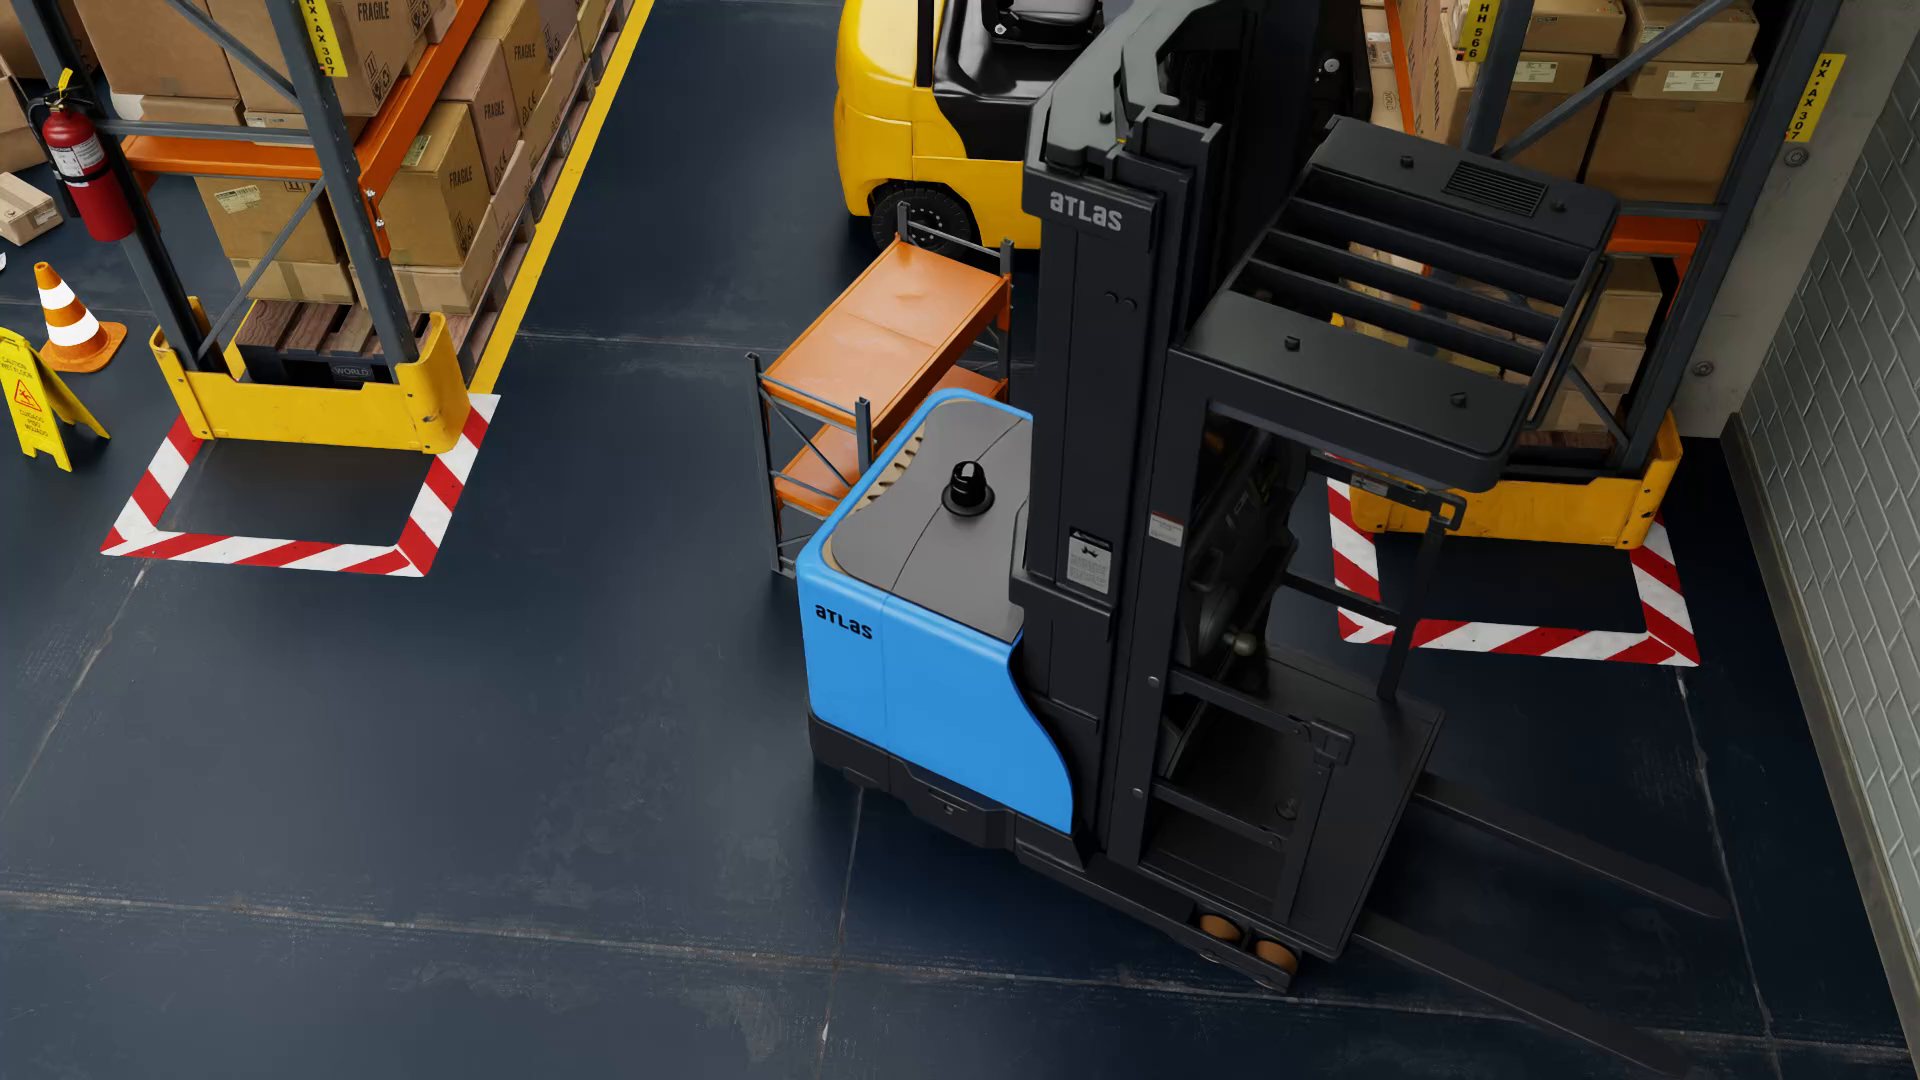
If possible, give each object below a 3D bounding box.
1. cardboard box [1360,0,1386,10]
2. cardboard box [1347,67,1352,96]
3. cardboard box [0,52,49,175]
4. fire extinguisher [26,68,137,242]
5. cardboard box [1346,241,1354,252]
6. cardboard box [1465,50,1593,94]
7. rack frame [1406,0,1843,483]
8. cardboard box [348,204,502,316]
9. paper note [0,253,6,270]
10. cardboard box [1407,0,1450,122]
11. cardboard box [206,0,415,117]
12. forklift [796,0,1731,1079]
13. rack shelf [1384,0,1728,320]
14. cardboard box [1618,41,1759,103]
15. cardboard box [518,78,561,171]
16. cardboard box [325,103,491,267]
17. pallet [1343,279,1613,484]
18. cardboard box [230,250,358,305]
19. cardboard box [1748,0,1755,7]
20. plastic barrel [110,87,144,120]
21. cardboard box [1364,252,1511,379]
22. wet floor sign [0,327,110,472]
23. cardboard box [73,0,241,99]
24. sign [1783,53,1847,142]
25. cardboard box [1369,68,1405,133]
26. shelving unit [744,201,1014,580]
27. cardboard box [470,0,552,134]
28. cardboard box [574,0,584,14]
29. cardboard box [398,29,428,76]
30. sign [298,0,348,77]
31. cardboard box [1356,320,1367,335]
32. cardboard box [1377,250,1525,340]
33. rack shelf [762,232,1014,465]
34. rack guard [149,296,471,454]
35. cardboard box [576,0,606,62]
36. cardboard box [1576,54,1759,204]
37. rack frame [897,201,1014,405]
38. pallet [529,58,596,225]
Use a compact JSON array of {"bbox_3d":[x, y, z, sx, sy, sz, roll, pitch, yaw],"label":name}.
[{"bbox_3d":[2.123,-2.568,7.968,0.500,0.250,0.500,5,48,5],"label":"cardboard box"},{"bbox_3d":[2.070,-2.031,7.815,0.500,0.250,0.500,4,48,3],"label":"cardboard box"},{"bbox_3d":[-5.099,-2.103,8.333,0.797,0.503,0.637,-27,53,-23],"label":"cardboard box"},{"bbox_3d":[-3.207,-1.406,6.055,0.296,0.674,0.183,4,48,4],"label":"fire extinguisher"},{"bbox_3d":[2.043,-1.466,7.637,0.500,0.250,0.500,4,48,4],"label":"cardboard box"},{"bbox_3d":[1.958,-1.680,5.746,0.380,0.149,0.250,5,48,4],"label":"cardboard box"},{"bbox_3d":[2.205,-1.154,5.772,1.000,3.000,0.127,4,48,4],"label":"rack frame"},{"bbox_3d":[-2.389,-1.273,7.460,0.500,0.250,0.500,4,48,3],"label":"cardboard box"},{"bbox_3d":[-4.634,-1.311,7.929,0.148,0.019,0.142,-11,49,-10],"label":"paper note"},{"bbox_3d":[2.045,-1.947,6.431,0.500,0.500,0.500,5,48,5],"label":"cardboard box"},{"bbox_3d":[-2.419,-1.948,6.230,0.500,0.500,0.500,3,48,3],"label":"cardboard box"},{"bbox_3d":[1.004,0.017,4.748,3.031,2.935,1.130,22,51,19],"label":"forklift"},{"bbox_3d":[2.388,-2.381,7.382,1.077,0.370,4.000,4,48,4],"label":"rack shelf"},{"bbox_3d":[2.494,-1.638,5.708,0.380,0.149,0.250,3,48,3],"label":"cardboard box"},{"bbox_3d":[-2.298,-2.049,8.170,0.500,0.250,0.500,7,48,6],"label":"cardboard box"},{"bbox_3d":[-2.388,-1.543,7.199,0.500,0.500,0.500,2,48,2],"label":"cardboard box"},{"bbox_3d":[2.233,-0.777,7.318,1.003,0.211,1.213,4,48,4],"label":"pallet"},{"bbox_3d":[-2.930,-1.328,7.511,0.500,0.250,0.500,4,48,3],"label":"cardboard box"},{"bbox_3d":[2.535,-1.930,5.774,0.380,0.149,0.250,5,48,5],"label":"cardboard box"},{"bbox_3d":[-4.058,-2.235,8.507,0.421,0.421,0.512,-36,57,-28],"label":"plastic barrel"},{"bbox_3d":[1.938,-0.915,6.794,0.500,0.250,0.500,3,48,3],"label":"cardboard box"},{"bbox_3d":[-3.821,-0.623,6.882,0.267,0.644,0.232,19,50,17],"label":"wet floor sign"},{"bbox_3d":[-2.963,-2.036,6.310,0.500,0.500,0.500,3,48,3],"label":"cardboard box"},{"bbox_3d":[2.757,-1.431,5.386,0.100,0.325,0.005,4,48,4],"label":"sign"},{"bbox_3d":[2.013,-1.811,7.275,0.500,0.250,0.500,4,48,4],"label":"cardboard box"},{"bbox_3d":[-0.275,-0.504,6.449,0.538,1.125,1.048,23,52,20],"label":"shelving unit"},{"bbox_3d":[-2.291,-2.296,7.888,0.500,0.500,0.500,5,48,4],"label":"cardboard box"},{"bbox_3d":[-2.205,-3.064,8.590,0.500,0.500,0.500,5,48,4],"label":"cardboard box"},{"bbox_3d":[-2.387,-2.012,6.727,0.380,0.149,0.250,2,48,2],"label":"cardboard box"},{"bbox_3d":[-2.198,-1.741,5.723,0.100,0.325,0.005,4,48,4],"label":"sign"},{"bbox_3d":[1.933,-0.734,6.967,0.500,0.250,0.500,4,48,4],"label":"cardboard box"},{"bbox_3d":[1.937,-1.064,6.592,0.500,0.250,0.500,5,48,5],"label":"cardboard box"},{"bbox_3d":[-0.275,-0.702,6.233,0.538,0.278,1.000,23,52,20],"label":"rack shelf"},{"bbox_3d":[-2.731,-0.697,7.049,1.175,0.500,0.348,4,48,4],"label":"rack guard"},{"bbox_3d":[-2.198,-2.793,8.851,0.500,0.250,0.500,3,48,2],"label":"cardboard box"},{"bbox_3d":[2.527,-1.533,6.051,0.500,0.500,0.500,5,48,5],"label":"cardboard box"},{"bbox_3d":[-0.019,-0.828,6.745,0.500,1.125,0.032,23,52,20],"label":"rack frame"},{"bbox_3d":[-2.508,-2.088,8.517,1.003,0.211,1.213,4,48,4],"label":"pallet"}]
